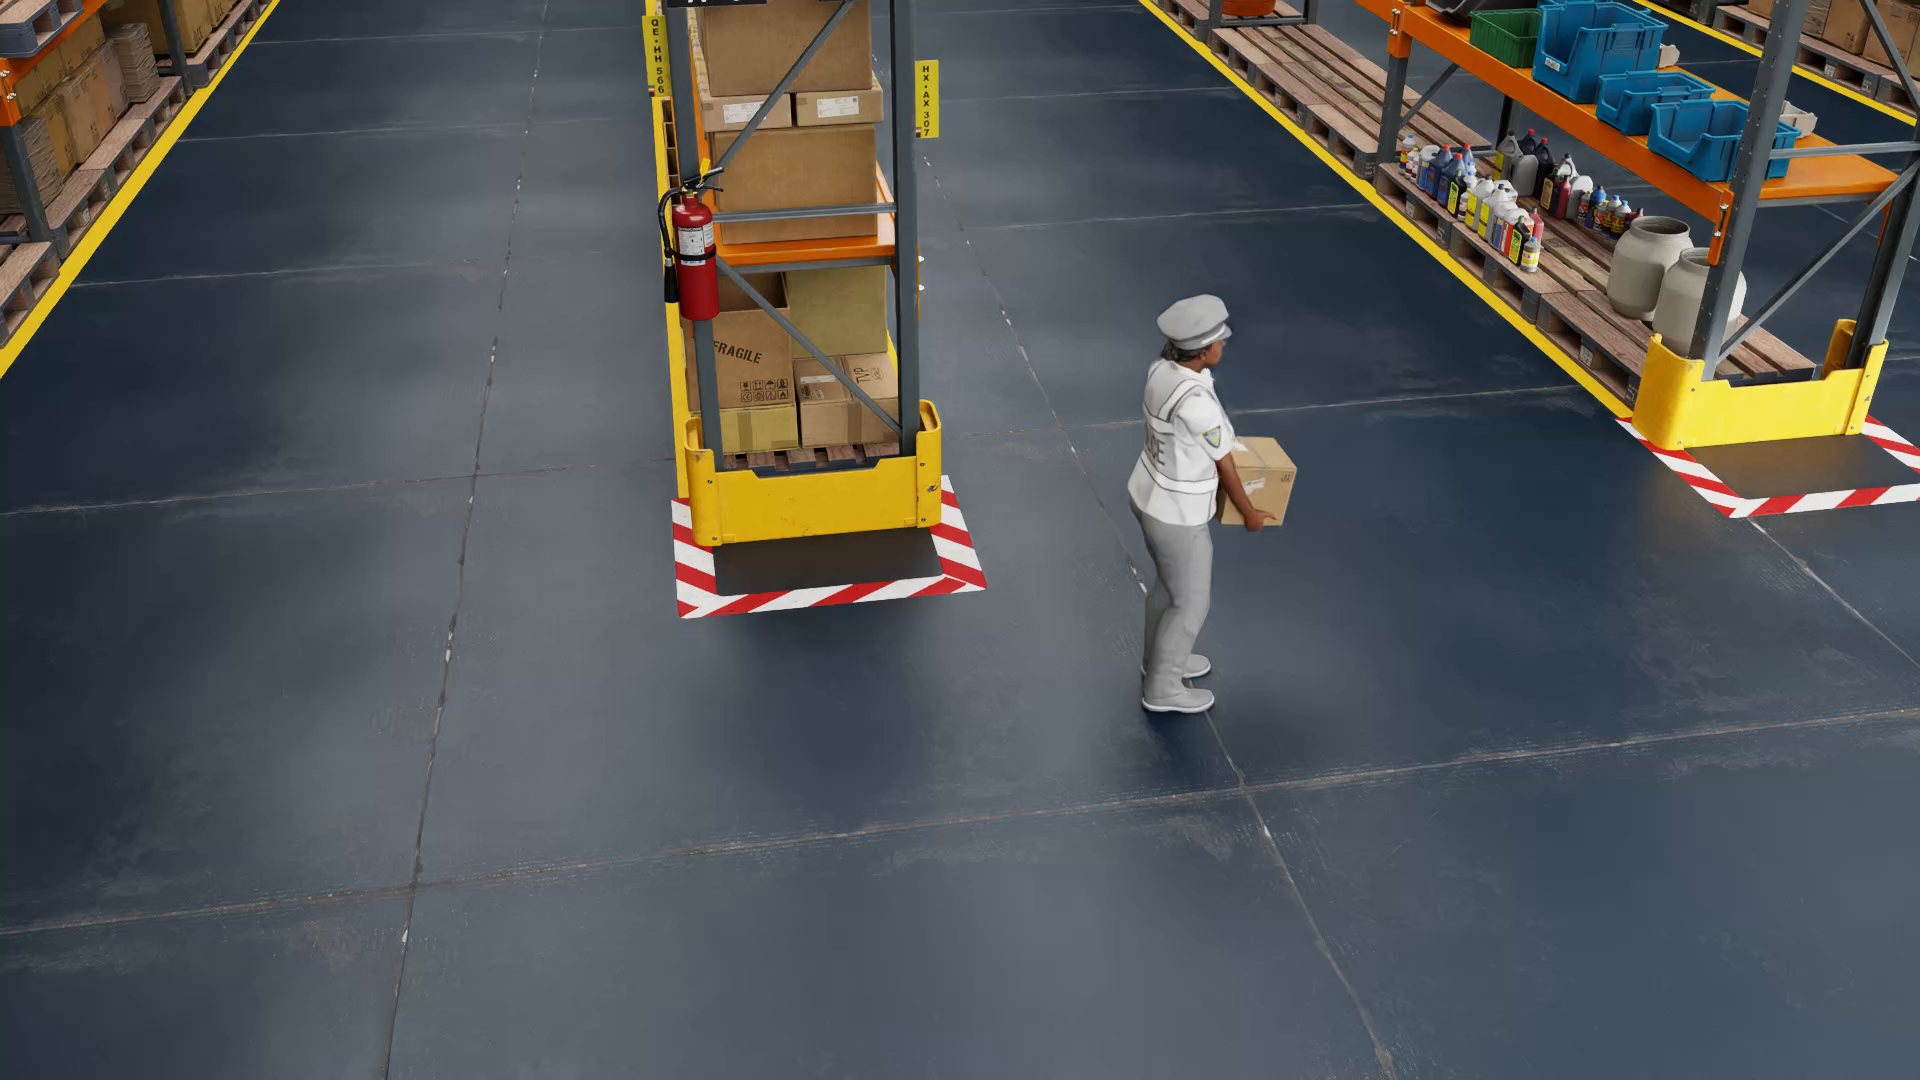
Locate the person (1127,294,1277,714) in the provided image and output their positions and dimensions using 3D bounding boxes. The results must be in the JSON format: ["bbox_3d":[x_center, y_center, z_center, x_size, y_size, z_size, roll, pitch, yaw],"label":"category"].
[{"bbox_3d":[0.905,-0.129,6.335,0.530,1.685,0.416,-6,31,-10],"label":"person"}]
